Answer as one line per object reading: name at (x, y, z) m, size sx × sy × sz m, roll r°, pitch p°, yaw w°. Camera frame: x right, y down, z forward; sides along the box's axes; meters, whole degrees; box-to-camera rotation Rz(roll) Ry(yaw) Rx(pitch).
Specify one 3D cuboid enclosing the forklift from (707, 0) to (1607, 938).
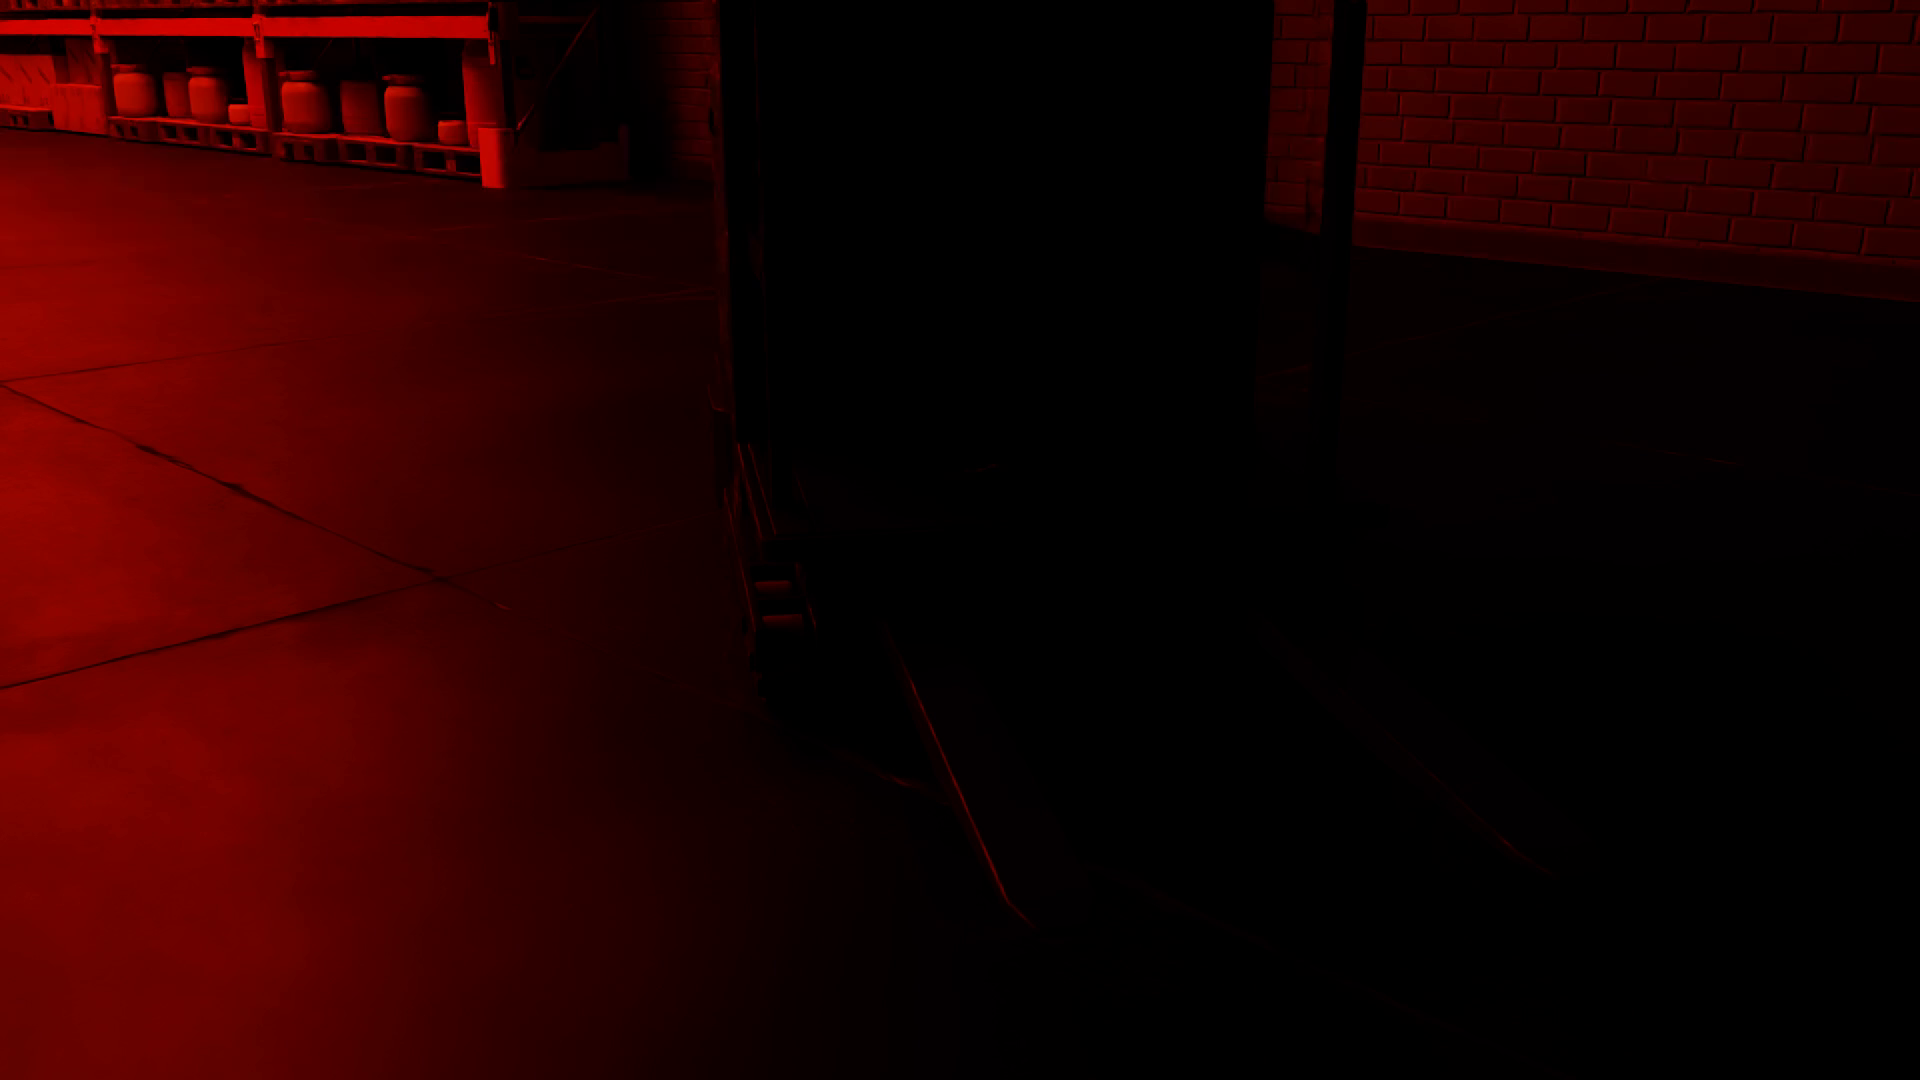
forklift at (0.125, -1.224, 2.890) m, size 1.130 × 2.935 × 3.031 m, roll -3°, pitch 17°, yaw -10°
